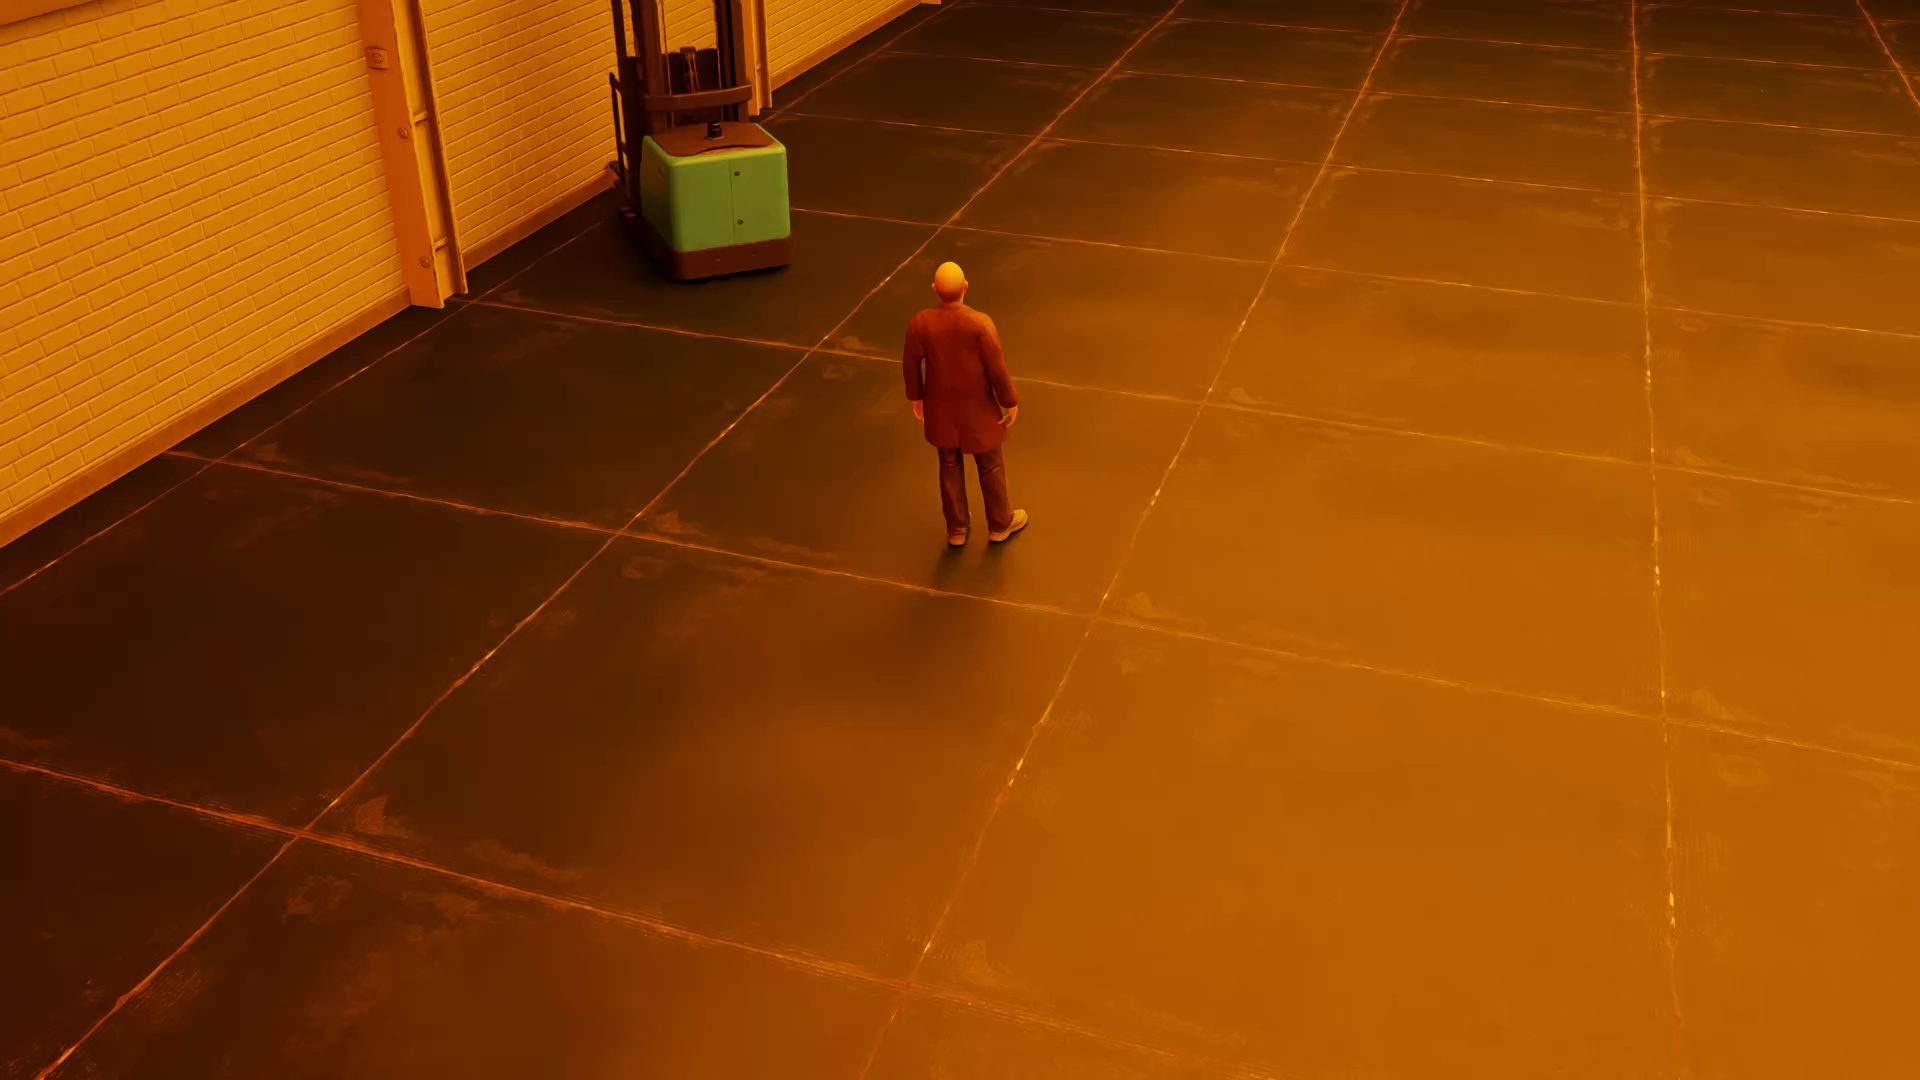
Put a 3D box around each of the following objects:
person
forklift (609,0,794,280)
[{"bbox_3d":[0.034,-0.820,9.725,0.696,1.776,0.582,10,31,16],"label":"person"},{"bbox_3d":[-2.468,-4.128,14.378,1.130,2.935,3.031,-12,32,-21],"label":"forklift"}]
